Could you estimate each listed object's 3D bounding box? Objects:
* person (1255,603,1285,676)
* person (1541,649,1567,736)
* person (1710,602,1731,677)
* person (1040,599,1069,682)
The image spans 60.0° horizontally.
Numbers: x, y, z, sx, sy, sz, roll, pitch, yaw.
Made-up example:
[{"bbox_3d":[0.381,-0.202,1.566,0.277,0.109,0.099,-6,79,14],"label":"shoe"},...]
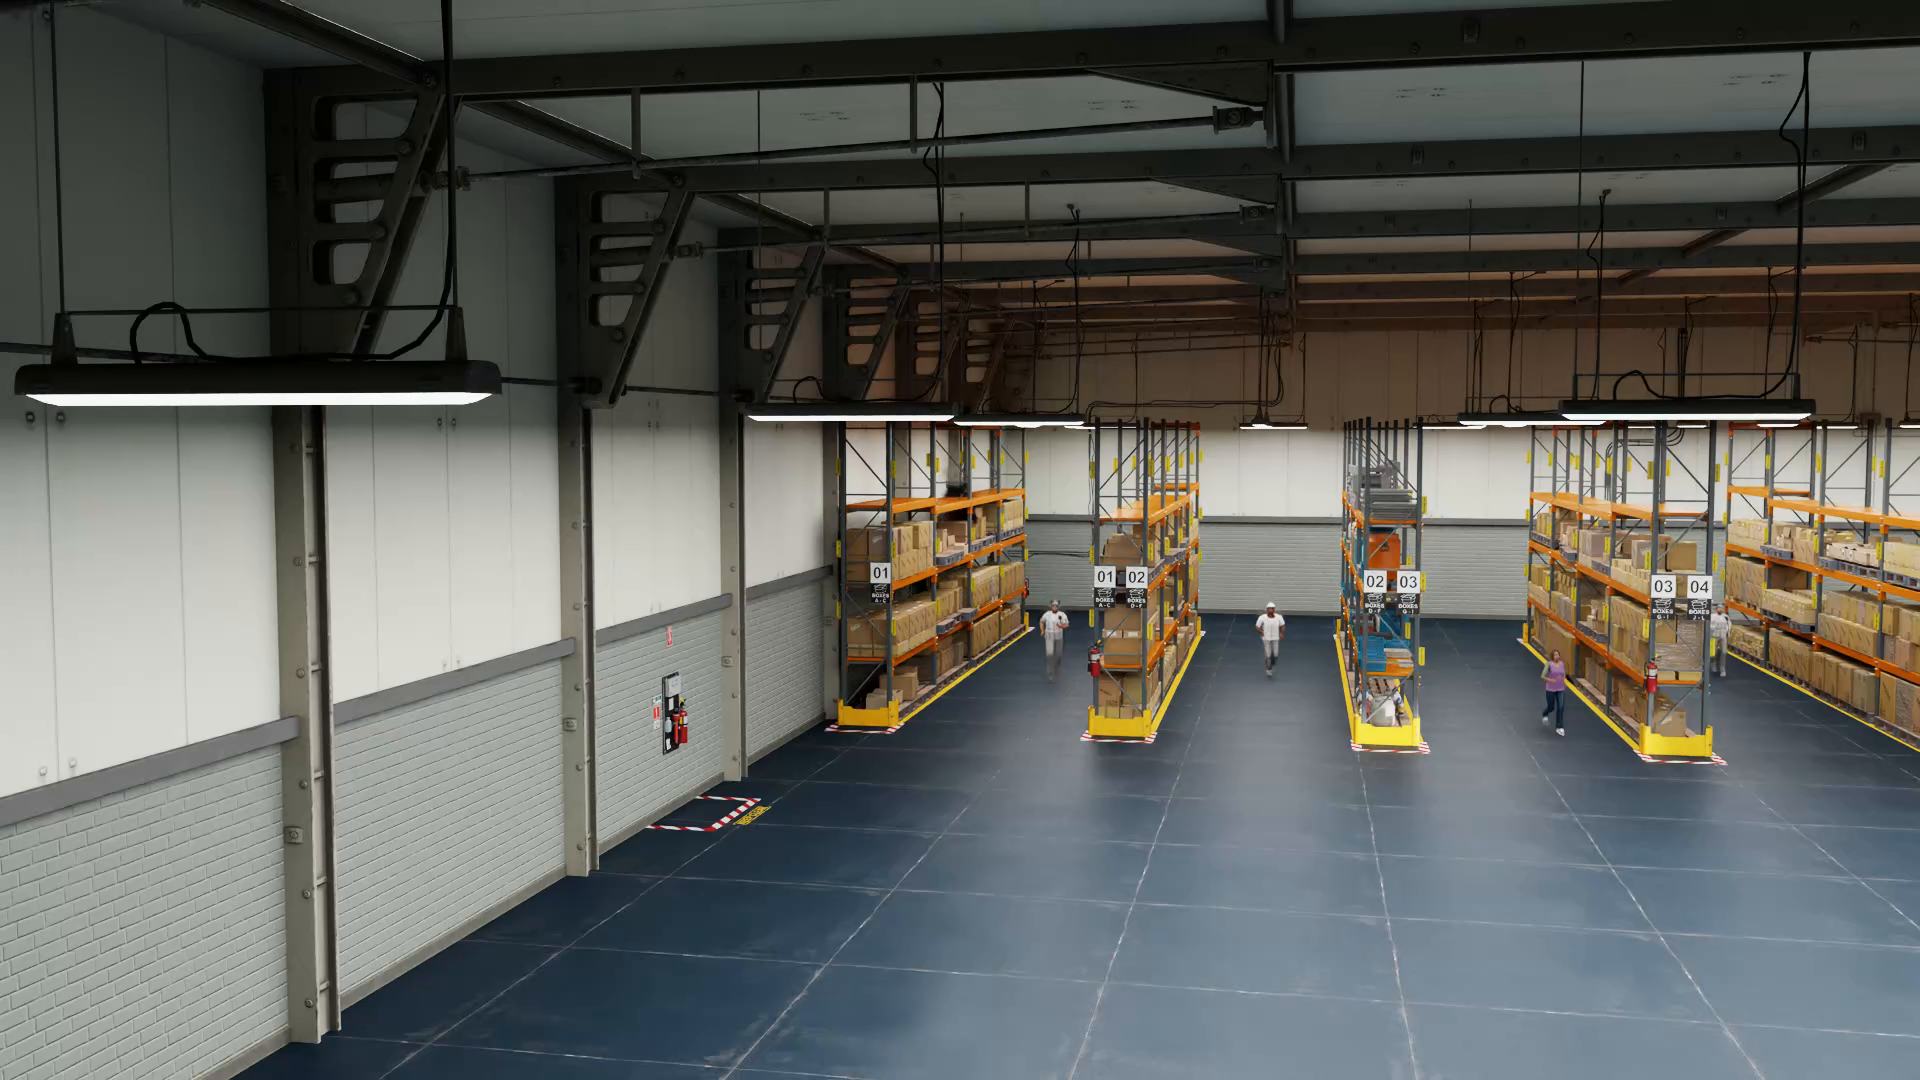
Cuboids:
[{"bbox_3d":[7.289,2.334,38.941,0.713,1.728,0.565,0,4,2],"label":"person"},{"bbox_3d":[11.298,2.865,31.603,0.540,1.593,0.872,0,4,-3],"label":"person"},{"bbox_3d":[17.885,2.318,39.182,0.600,1.730,0.784,1,4,14],"label":"person"},{"bbox_3d":[2.142,2.255,37.671,0.640,1.838,0.808,0,4,-1],"label":"person"}]
